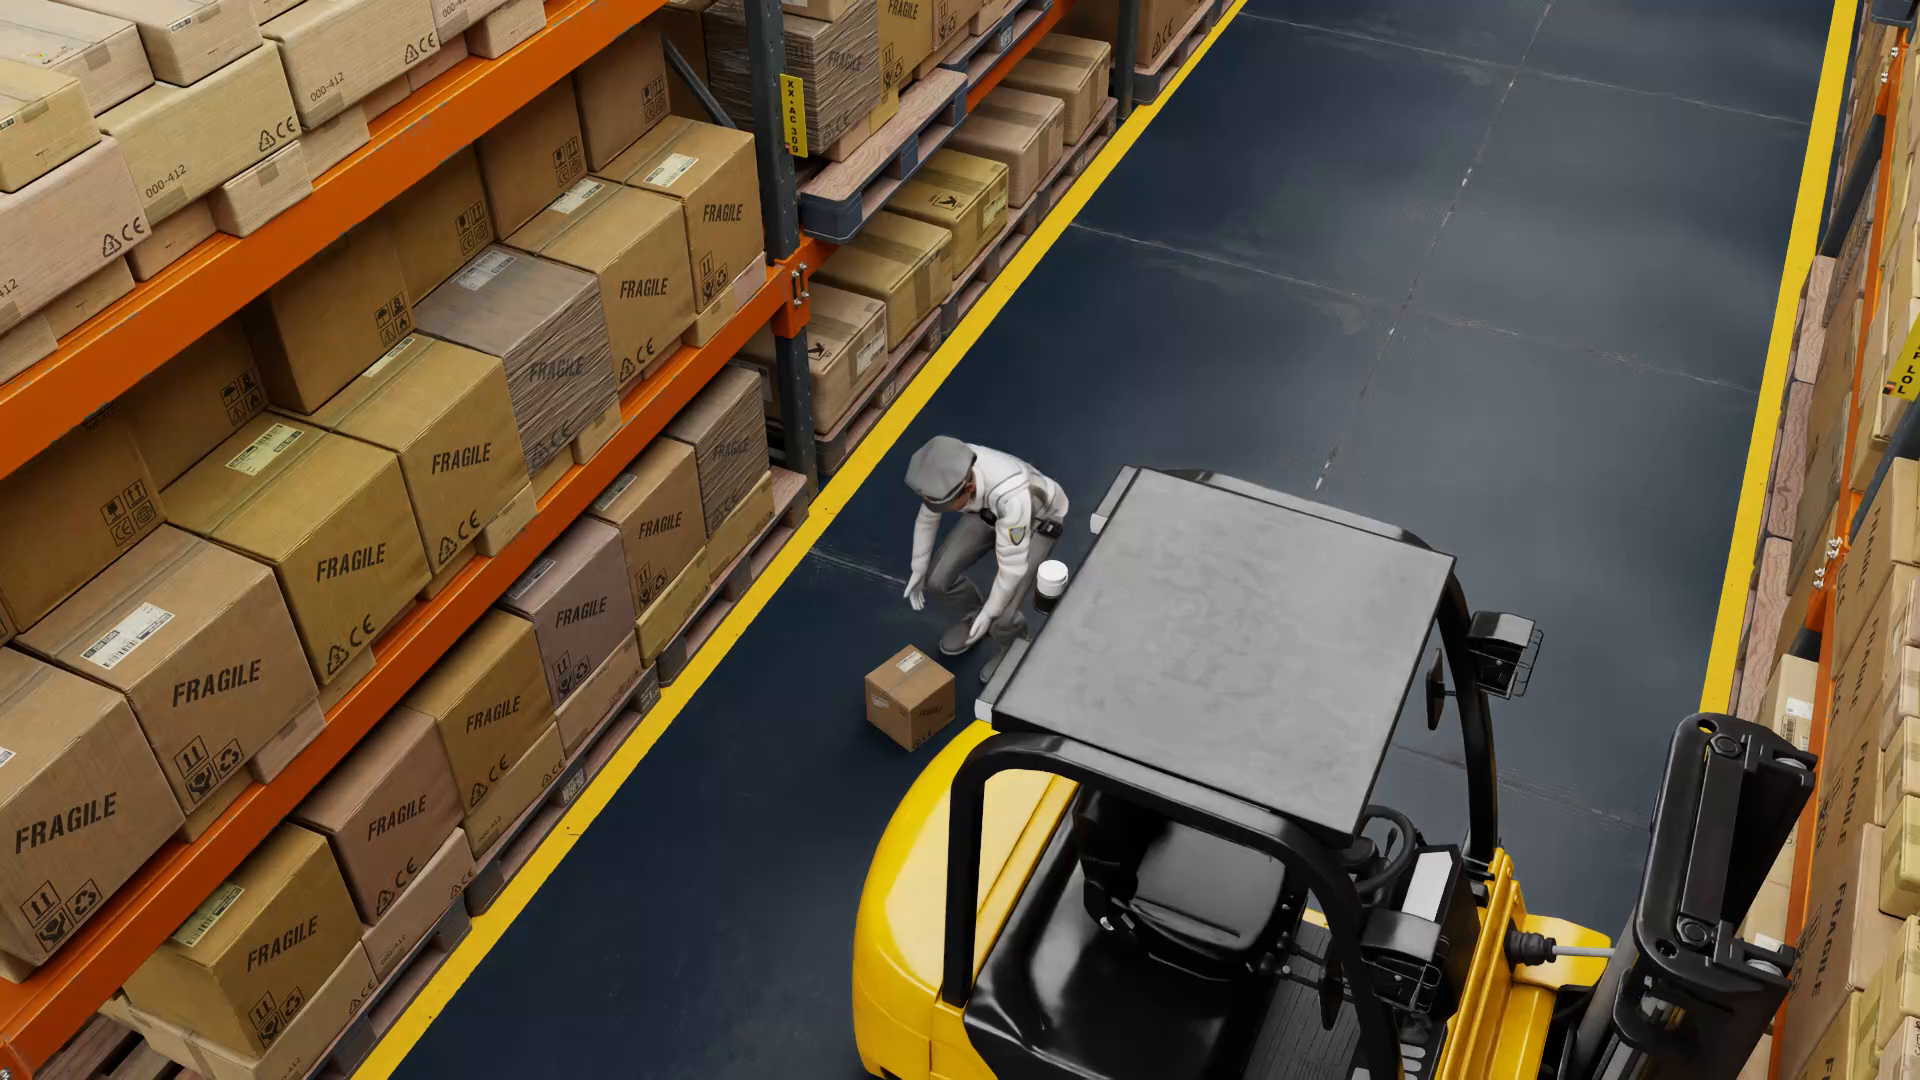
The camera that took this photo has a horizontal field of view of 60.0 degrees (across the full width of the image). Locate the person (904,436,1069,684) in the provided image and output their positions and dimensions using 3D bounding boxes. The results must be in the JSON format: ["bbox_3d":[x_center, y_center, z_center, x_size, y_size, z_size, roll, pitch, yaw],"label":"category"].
[{"bbox_3d":[0.108,0.034,6.426,0.531,1.263,0.764,33,52,31],"label":"person"}]
